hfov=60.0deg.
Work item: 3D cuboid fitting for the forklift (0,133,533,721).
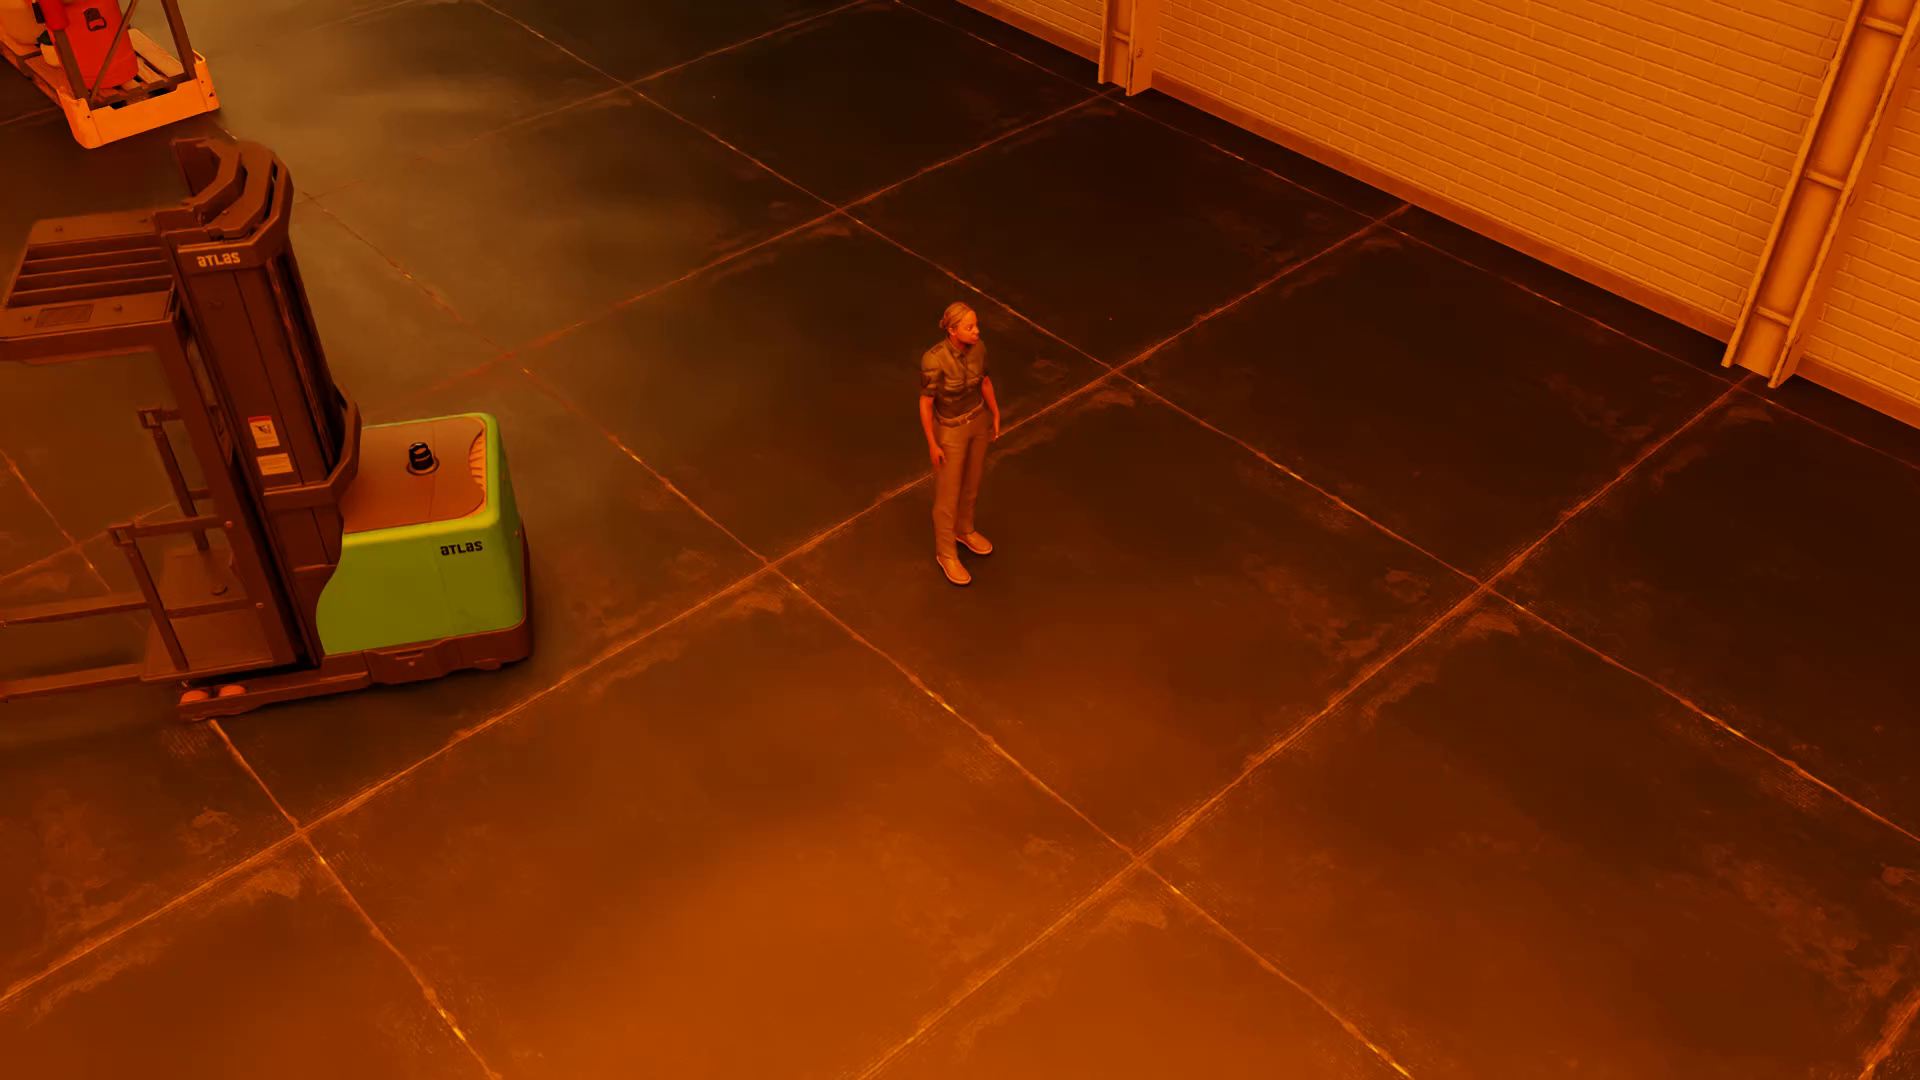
[{"bbox_3d":[-3.970,-0.511,8.501,3.031,2.935,1.130,-8,42,-10],"label":"forklift"}]

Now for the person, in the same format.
[{"bbox_3d":[0.045,-0.581,9.547,0.569,1.656,0.503,-31,50,-31],"label":"person"}]
